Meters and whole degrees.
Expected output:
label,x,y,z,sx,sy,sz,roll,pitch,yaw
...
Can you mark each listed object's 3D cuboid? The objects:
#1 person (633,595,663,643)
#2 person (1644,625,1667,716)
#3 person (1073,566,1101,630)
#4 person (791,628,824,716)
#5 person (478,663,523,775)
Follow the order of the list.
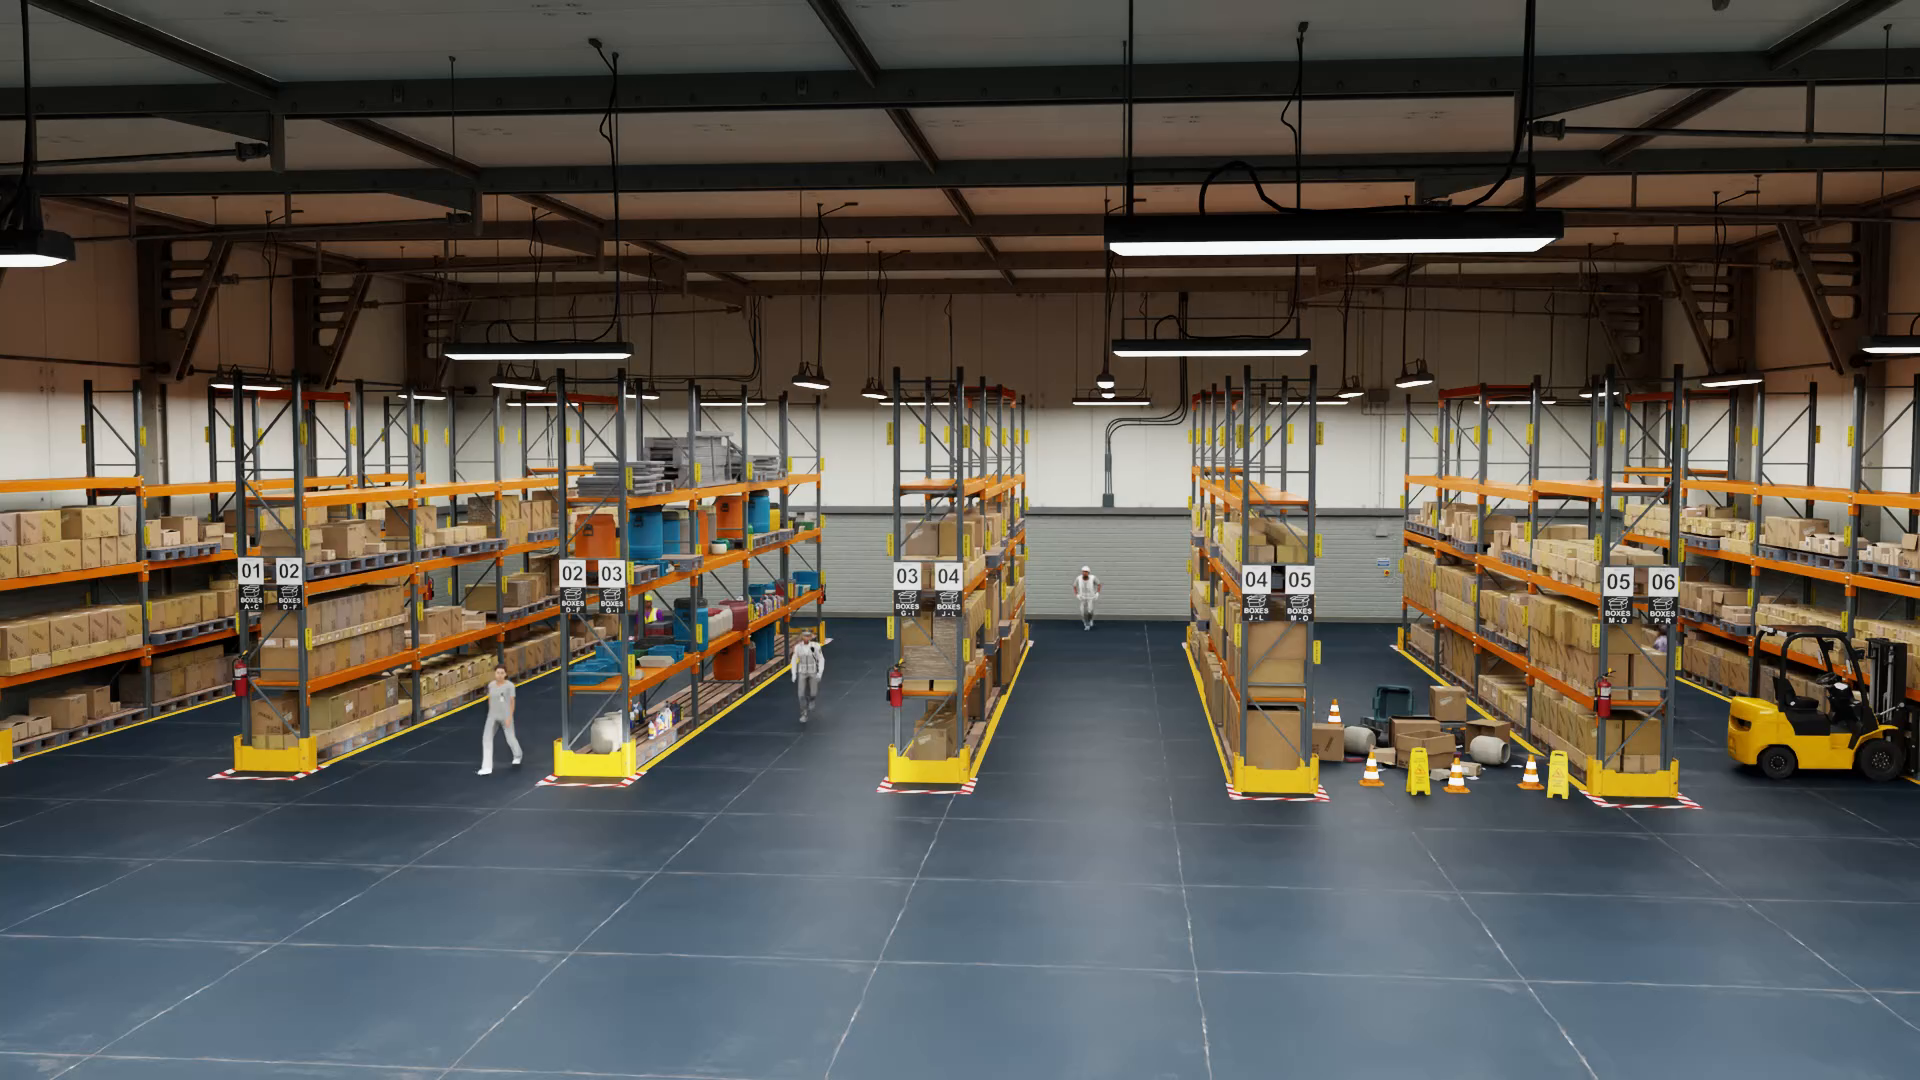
label,x,y,z,sx,sy,sz,roll,pitch,yaw
person,-6.469,1.991,34.480,0.693,1.707,1.085,0,4,6
person,12.585,2.367,29.776,0.489,1.673,0.627,0,4,-4
person,3.279,1.502,42.889,0.714,1.681,0.660,1,4,13
person,-2.687,2.323,29.341,0.583,1.590,0.467,0,4,3
person,-6.881,2.651,24.917,0.461,1.620,0.999,0,4,-1
